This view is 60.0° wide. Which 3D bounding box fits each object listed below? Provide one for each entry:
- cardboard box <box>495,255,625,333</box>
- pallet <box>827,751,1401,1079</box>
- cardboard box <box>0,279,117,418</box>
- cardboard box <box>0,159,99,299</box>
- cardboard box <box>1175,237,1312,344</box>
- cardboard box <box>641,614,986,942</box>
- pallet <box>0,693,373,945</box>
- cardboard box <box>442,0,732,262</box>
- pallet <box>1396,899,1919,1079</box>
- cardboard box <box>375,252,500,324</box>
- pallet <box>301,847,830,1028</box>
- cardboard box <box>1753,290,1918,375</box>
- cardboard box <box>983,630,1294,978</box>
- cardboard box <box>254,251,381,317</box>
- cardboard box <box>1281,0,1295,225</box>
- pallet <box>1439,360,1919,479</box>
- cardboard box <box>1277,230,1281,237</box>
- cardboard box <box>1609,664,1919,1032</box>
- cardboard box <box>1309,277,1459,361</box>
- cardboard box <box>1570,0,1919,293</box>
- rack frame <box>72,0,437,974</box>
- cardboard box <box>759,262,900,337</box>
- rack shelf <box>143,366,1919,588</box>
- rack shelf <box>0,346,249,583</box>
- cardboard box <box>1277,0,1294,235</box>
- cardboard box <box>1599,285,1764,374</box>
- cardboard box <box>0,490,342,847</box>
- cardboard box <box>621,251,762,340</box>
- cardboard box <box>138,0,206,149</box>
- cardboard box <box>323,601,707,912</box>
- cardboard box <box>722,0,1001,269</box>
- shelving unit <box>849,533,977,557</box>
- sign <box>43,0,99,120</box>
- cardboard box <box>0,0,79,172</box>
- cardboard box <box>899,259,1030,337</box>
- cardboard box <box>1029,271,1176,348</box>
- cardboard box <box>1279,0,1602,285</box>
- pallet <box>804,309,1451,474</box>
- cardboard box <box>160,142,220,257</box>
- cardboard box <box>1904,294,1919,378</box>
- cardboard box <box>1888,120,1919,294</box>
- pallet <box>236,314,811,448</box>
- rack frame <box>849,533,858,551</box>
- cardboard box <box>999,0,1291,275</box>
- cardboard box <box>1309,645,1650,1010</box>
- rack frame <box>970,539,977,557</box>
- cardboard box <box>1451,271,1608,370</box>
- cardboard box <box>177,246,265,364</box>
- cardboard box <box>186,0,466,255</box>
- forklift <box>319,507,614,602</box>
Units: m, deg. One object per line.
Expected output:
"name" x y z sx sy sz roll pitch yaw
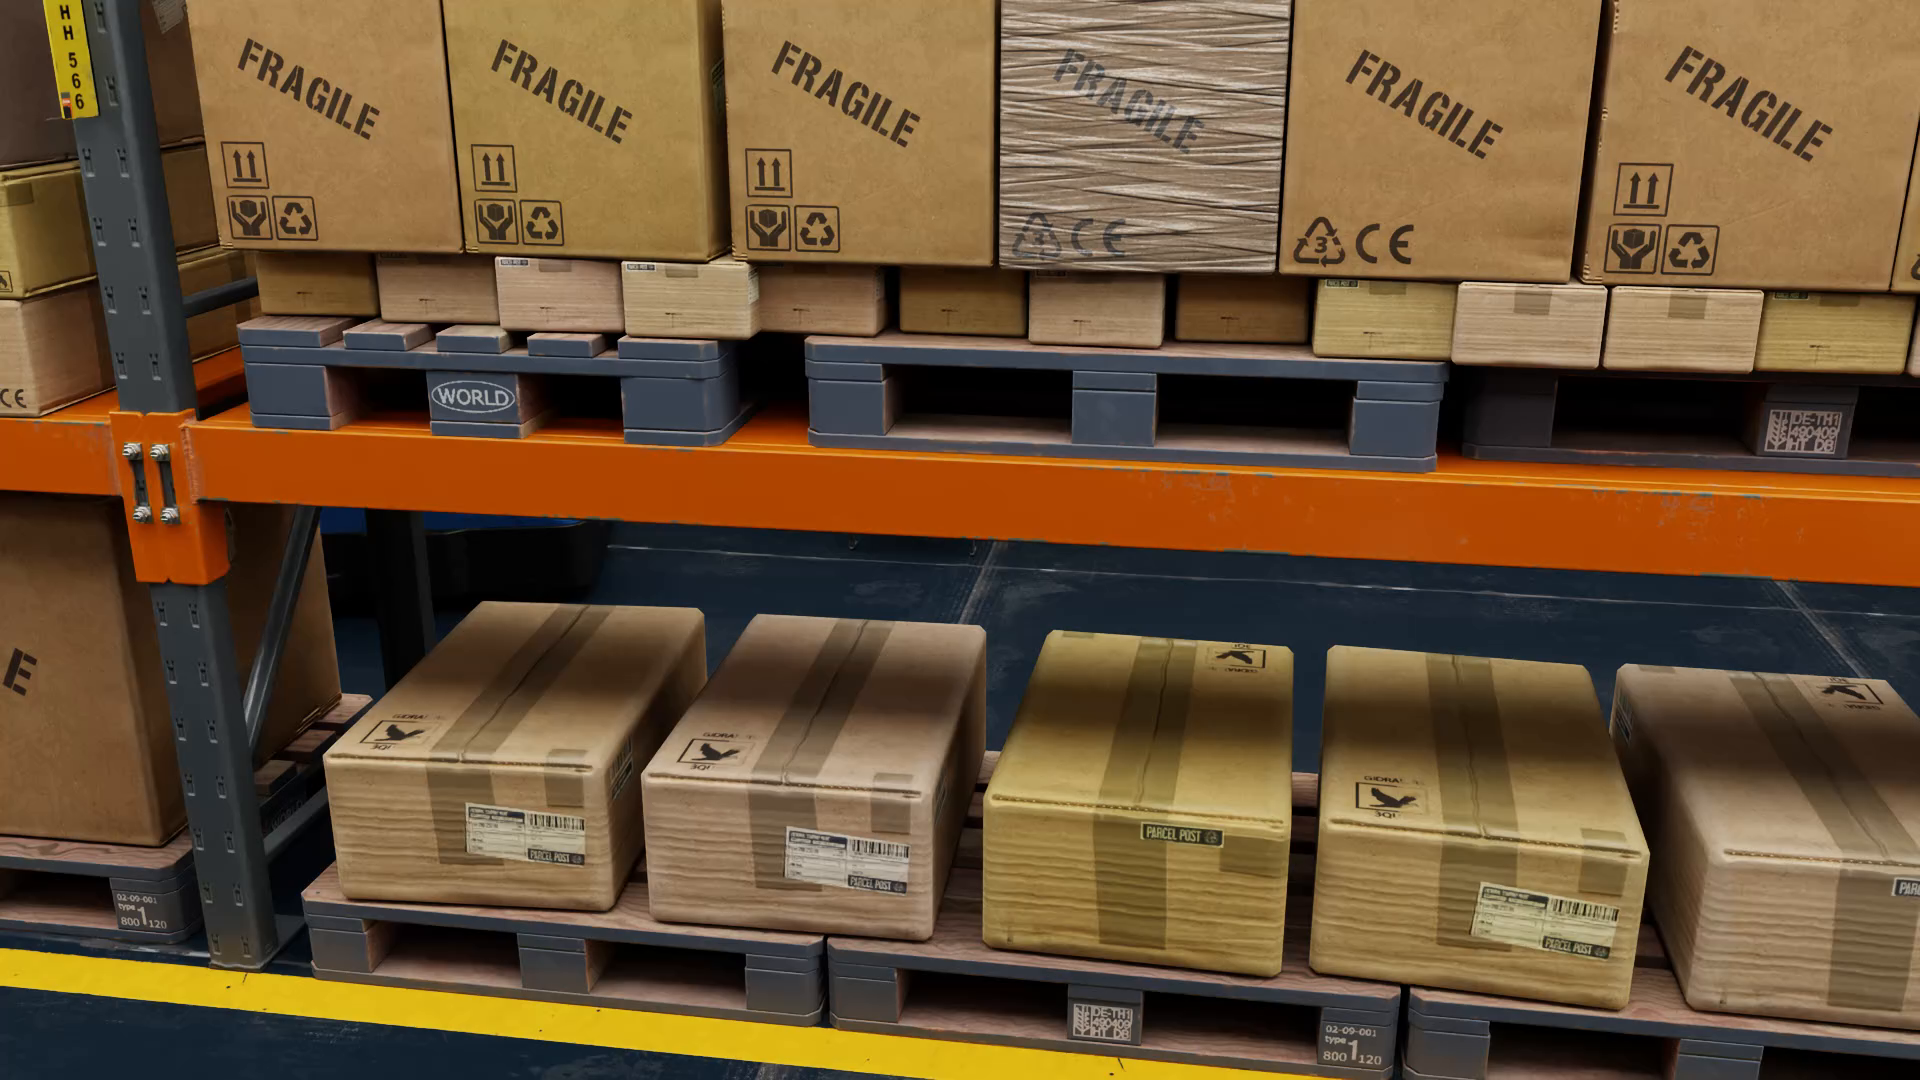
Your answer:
"cardboard box" -0.763 -0.537 3.416 0.250 0.149 0.380 2 19 5
"pallet" 0.381 0.839 3.962 1.213 0.211 1.003 3 19 9
"cardboard box" -2.132 -0.458 3.680 0.500 0.250 0.500 2 19 7
"cardboard box" -2.110 -0.696 3.603 0.500 0.250 0.500 3 19 8
"cardboard box" 0.557 -0.504 3.317 0.250 0.149 0.380 2 19 7
"cardboard box" -0.305 0.528 3.976 0.625 0.372 0.950 3 19 8
"pallet" -2.358 0.674 4.455 1.213 0.211 1.003 3 19 9
"cardboard box" -0.668 -0.853 3.338 0.500 0.500 0.500 4 19 11
"pallet" 1.589 0.900 3.780 1.213 0.211 1.003 3 19 9
"cardboard box" -1.026 -0.566 3.500 0.250 0.149 0.380 2 19 5
"pallet" -0.820 0.777 4.147 1.213 0.211 1.003 3 19 9
"cardboard box" 1.549 -0.422 3.070 0.250 0.149 0.380 2 19 7
"cardboard box" 0.443 0.568 3.857 0.625 0.372 0.950 4 19 10
"cardboard box" -1.300 -0.590 3.574 0.250 0.149 0.380 2 19 5
"cardboard box" 0.960 -0.939 3.593 0.500 0.500 0.500 3 19 8
"pallet" 1.626 -0.377 3.504 1.213 0.211 1.003 3 19 9
"cardboard box" 0.834 -0.635 3.708 0.250 0.149 0.380 3 19 9
"cardboard box" 1.840 0.638 3.649 0.625 0.372 0.950 3 19 9
"cardboard box" 0.801 -0.459 3.181 0.250 0.149 0.380 3 19 9
"cardboard box" 1.376 -0.747 3.020 0.500 0.500 0.500 3 19 9
"rack frame" -1.591 -0.585 3.824 0.127 3.000 1.000 3 19 9
"cardboard box" -0.245 -0.529 3.392 0.250 0.149 0.380 4 19 12
"rack shelf" 0.383 -0.143 3.637 4.000 0.370 1.077 3 19 9
"rack shelf" -3.566 -0.344 4.239 4.000 0.370 1.077 3 19 9
"cardboard box" 0.451 -0.961 3.661 0.500 0.500 0.500 2 19 6
"cardboard box" 1.288 -0.424 3.076 0.250 0.149 0.380 3 19 8
"cardboard box" -2.260 0.163 4.276 0.875 0.875 0.875 3 19 8
"cardboard box" -0.495 -0.517 3.355 0.250 0.149 0.380 3 19 9
"cardboard box" -2.040 -1.208 3.952 0.500 0.500 0.500 2 19 7
"cardboard box" -1.035 0.494 4.080 0.625 0.372 0.950 2 19 5
"cardboard box" -0.143 -0.829 3.264 0.500 0.500 0.500 3 19 10
"shelving unit" -0.163 -1.004 6.495 0.503 2.100 0.431 3 19 9
"sign" -1.676 -0.960 3.120 0.005 0.325 0.100 3 19 9
"cardboard box" -2.143 -1.051 3.482 0.500 0.500 0.500 2 19 7
"cardboard box" 0.040 -0.527 3.386 0.250 0.149 0.380 4 19 11
"cardboard box" 0.288 -0.494 3.285 0.250 0.149 0.380 4 19 10
"cardboard box" 0.867 -0.775 3.104 0.500 0.500 0.500 4 19 11
"pallet" 0.370 -0.407 3.595 1.213 0.211 1.003 3 19 9
"cardboard box" -2.053 -0.854 4.076 0.500 0.250 0.500 3 19 8
"cardboard box" 1.806 -0.403 3.014 0.250 0.149 0.380 3 19 9
"cardboard box" 1.865 -0.723 2.947 0.500 0.500 0.500 3 19 8
"pallet" -0.871 -0.491 3.847 1.003 0.211 1.213 3 19 9
"rack frame" -0.404 -1.016 6.532 0.015 2.100 0.400 3 19 9
"cardboard box" 0.350 -0.801 3.182 0.500 0.500 0.500 2 19 7
"cardboard box" 1.129 0.603 3.754 0.625 0.372 0.950 4 19 12
"rack frame" 0.077 -0.992 6.458 0.015 2.100 0.400 3 19 9
"cardboard box" 1.036 -0.435 3.111 0.250 0.149 0.380 3 19 9
"cardboard box" -2.035 -0.617 4.157 0.500 0.250 0.500 3 19 8
"cardboard box" -1.184 -0.877 3.410 0.500 0.500 0.500 2 19 7
"forklift" -2.894 -1.261 5.953 3.031 2.935 1.130 -2 19 -6
